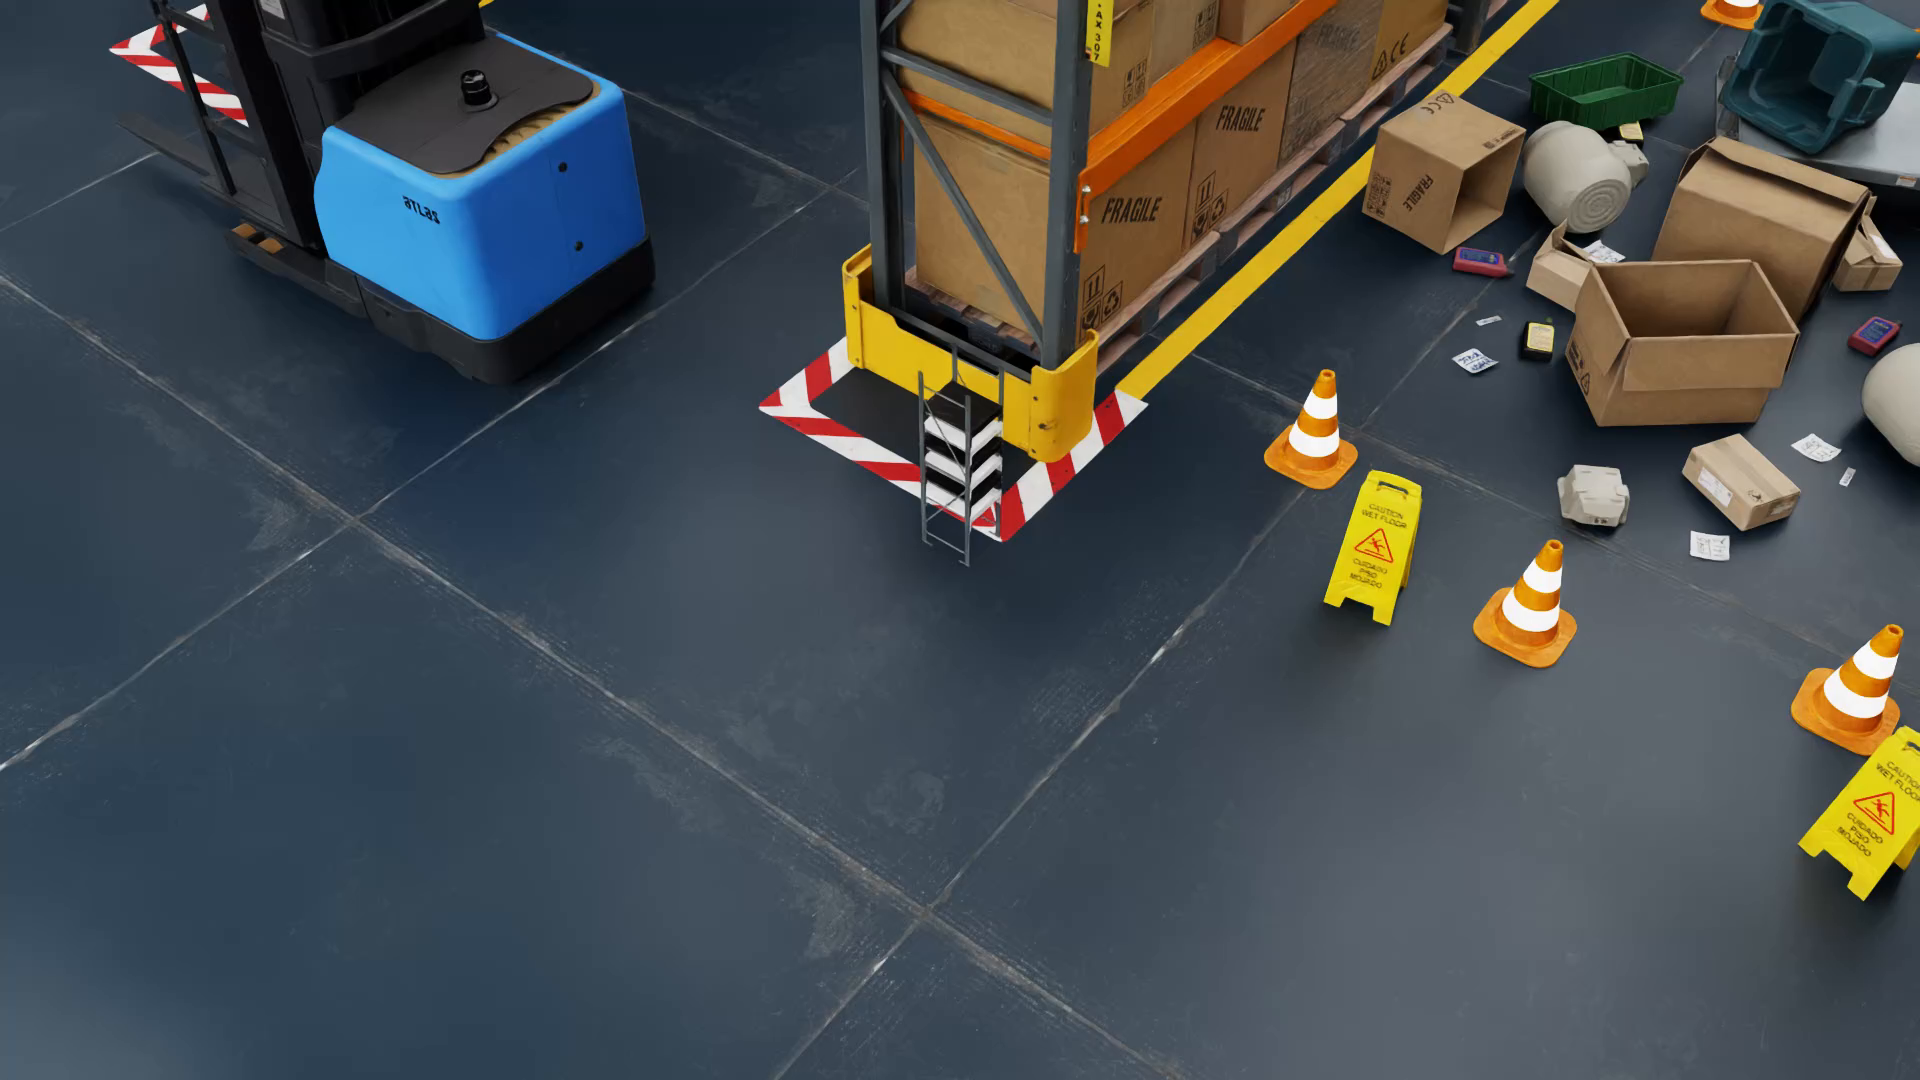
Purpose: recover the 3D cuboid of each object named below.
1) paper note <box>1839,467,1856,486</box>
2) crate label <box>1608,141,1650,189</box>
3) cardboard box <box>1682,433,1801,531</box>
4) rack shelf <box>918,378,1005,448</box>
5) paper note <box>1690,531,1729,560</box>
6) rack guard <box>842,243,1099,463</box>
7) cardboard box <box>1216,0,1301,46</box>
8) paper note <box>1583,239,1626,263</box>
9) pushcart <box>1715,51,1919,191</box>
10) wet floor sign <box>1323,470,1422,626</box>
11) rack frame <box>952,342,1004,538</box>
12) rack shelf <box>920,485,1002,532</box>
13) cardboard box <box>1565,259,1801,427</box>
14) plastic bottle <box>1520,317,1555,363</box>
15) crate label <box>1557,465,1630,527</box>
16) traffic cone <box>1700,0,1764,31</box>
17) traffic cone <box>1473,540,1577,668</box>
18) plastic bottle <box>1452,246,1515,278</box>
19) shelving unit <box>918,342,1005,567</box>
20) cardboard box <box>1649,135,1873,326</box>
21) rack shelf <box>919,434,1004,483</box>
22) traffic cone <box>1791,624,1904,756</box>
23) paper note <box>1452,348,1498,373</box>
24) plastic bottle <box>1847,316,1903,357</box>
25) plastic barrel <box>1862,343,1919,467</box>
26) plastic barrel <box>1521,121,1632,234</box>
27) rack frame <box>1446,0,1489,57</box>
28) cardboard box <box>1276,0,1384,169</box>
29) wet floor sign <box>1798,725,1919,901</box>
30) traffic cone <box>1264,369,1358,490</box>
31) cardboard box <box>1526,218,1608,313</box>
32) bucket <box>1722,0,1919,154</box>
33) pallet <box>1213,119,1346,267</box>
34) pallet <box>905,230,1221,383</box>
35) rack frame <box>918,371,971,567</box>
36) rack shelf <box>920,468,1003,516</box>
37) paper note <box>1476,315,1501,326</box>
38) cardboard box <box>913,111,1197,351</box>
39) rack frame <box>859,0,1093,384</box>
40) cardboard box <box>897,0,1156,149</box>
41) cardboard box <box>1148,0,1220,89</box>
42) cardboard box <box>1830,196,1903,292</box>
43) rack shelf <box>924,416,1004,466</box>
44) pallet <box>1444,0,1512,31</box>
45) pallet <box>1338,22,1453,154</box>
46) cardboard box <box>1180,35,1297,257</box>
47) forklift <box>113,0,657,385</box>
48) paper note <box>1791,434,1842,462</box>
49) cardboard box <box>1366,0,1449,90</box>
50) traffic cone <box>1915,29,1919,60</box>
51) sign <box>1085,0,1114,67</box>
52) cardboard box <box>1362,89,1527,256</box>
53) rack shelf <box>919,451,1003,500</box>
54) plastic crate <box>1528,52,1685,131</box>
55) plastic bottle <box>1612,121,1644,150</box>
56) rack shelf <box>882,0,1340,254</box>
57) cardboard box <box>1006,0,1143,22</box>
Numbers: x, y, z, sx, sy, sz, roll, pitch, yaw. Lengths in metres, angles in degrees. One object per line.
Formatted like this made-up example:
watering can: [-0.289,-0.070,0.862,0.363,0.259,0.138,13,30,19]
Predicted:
paper note: [3.735,-0.266,6.997,0.032,0.001,0.123,29,53,25]
crate label: [3.351,-1.923,8.492,0.298,0.136,0.250,-2,46,-2]
cardboard box: [3.228,-0.241,6.878,0.250,0.149,0.380,-17,49,-15]
rack shelf: [0.005,-0.479,6.258,0.258,0.077,0.200,29,53,25]
paper note: [3.028,0.021,6.708,0.148,0.019,0.142,13,48,12]
rack guard: [0.032,-0.837,7.204,1.175,0.500,0.348,29,53,25]
cardboard box: [0.998,-2.587,7.043,0.875,0.550,0.550,29,53,25]
paper note: [3.110,-1.388,8.061,0.155,0.023,0.172,-25,51,-22]
pushcart: [4.636,-1.946,8.348,1.648,0.377,0.936,13,48,12]
wet floor sign: [1.596,-0.009,6.312,0.267,0.644,0.232,21,50,19]
rack frame: [0.067,-0.374,6.484,0.240,0.900,0.006,29,53,25]
rack shelf: [0.005,-0.168,6.583,0.258,0.077,0.200,29,53,25]
cardboard box: [3.096,-0.845,7.210,0.797,0.503,0.637,-2,46,-2]
plastic bottle: [2.641,-0.925,7.592,0.133,0.061,0.283,13,48,12]
crate label: [2.613,-0.184,6.831,0.250,0.136,0.298,6,47,5]
traffic cone: [4.507,-3.226,9.512,0.336,0.463,0.334,29,53,25]
traffic cone: [2.181,0.180,6.258,0.336,0.463,0.334,29,53,25]
plastic bottle: [2.517,-1.328,7.977,0.283,0.061,0.133,13,48,12]
shelving unit: [0.005,-0.315,6.429,0.258,0.900,0.210,29,53,25]
cardboard box: [3.661,-1.431,7.675,0.797,0.637,0.503,29,53,25]
rack shelf: [0.005,-0.355,6.388,0.258,0.077,0.200,29,53,25]
traffic cone: [3.267,0.477,5.975,0.336,0.463,0.334,29,53,25]
paper note: [2.323,-0.811,7.504,0.142,0.017,0.144,-25,51,-22]
plastic bottle: [4.198,-0.948,7.613,0.283,0.061,0.133,-33,55,-28]
plastic barrel: [4.090,-0.545,6.978,0.421,0.421,0.512,-9,47,-8]
plastic barrel: [3.012,-1.785,8.163,0.421,0.421,0.512,-9,47,-8]
rack frame: [2.492,-4.003,8.499,1.000,3.000,0.127,29,53,25]
cardboard box: [1.504,-2.567,8.307,0.875,0.875,0.875,30,53,25]
wet floor sign: [3.062,0.866,5.477,0.232,0.644,0.267,-25,51,-22]
traffic cone: [1.495,-0.514,6.921,0.336,0.463,0.334,29,53,25]
cardboard box: [2.899,-1.260,7.770,0.258,0.266,0.396,-33,55,-28]
bucket: [4.233,-2.300,8.085,0.620,0.611,0.726,-17,48,-29]
pallet: [1.220,-1.938,8.455,1.003,0.211,1.213,29,53,25]
pallet: [0.473,-1.243,7.791,1.003,0.211,1.213,29,53,25]
rack frame: [-0.057,-0.257,6.373,0.240,0.900,0.006,29,53,25]
rack shelf: [0.005,-0.230,6.518,0.258,0.077,0.200,29,53,25]
paper note: [2.454,-1.018,7.716,0.123,0.001,0.032,-17,49,-15]
cardboard box: [0.409,-1.542,7.328,0.875,0.875,0.875,29,53,25]
rack frame: [0.046,-1.714,6.313,1.000,3.000,0.127,29,53,25]
cardboard box: [0.237,-1.998,6.481,0.875,0.550,0.550,29,53,25]
cardboard box: [0.556,-2.322,6.790,0.875,0.550,0.550,29,53,25]
cardboard box: [4.274,-1.410,7.914,0.258,0.266,0.396,-2,46,-2]
rack shelf: [0.005,-0.417,6.323,0.258,0.077,0.200,29,53,25]
pallet: [2.904,-3.514,9.961,1.003,0.211,1.213,29,53,25]
pallet: [1.965,-2.639,9.125,1.003,0.211,1.213,29,53,25]
cardboard box: [0.945,-2.047,7.810,0.875,0.875,0.875,28,53,24]
forklift: [-2.919,-2.568,7.176,3.031,2.935,1.130,28,52,24]
paper note: [3.666,-0.394,7.114,0.142,0.019,0.148,-25,51,-22]
cardboard box: [2.052,-3.085,8.801,0.875,0.875,0.875,30,53,26]
traffic cone: [5.507,-2.932,9.231,0.336,0.463,0.334,29,53,25]
sign: [0.482,-1.791,5.733,0.100,0.325,0.005,29,53,25]
cardboard box: [2.355,-1.798,8.120,0.500,0.500,0.500,-33,55,-28]
rack shelf: [0.005,-0.292,6.453,0.258,0.077,0.200,29,53,25]
plastic crate: [3.422,-2.373,8.847,0.662,0.188,0.450,-17,39,-15]
plastic bottle: [3.517,-2.162,8.773,0.133,0.061,0.283,6,47,5]
rack shelf: [1.269,-2.610,7.666,1.077,0.370,4.000,29,53,25]
cardboard box: [0.304,-2.334,6.055,0.875,0.550,0.550,29,53,25]
